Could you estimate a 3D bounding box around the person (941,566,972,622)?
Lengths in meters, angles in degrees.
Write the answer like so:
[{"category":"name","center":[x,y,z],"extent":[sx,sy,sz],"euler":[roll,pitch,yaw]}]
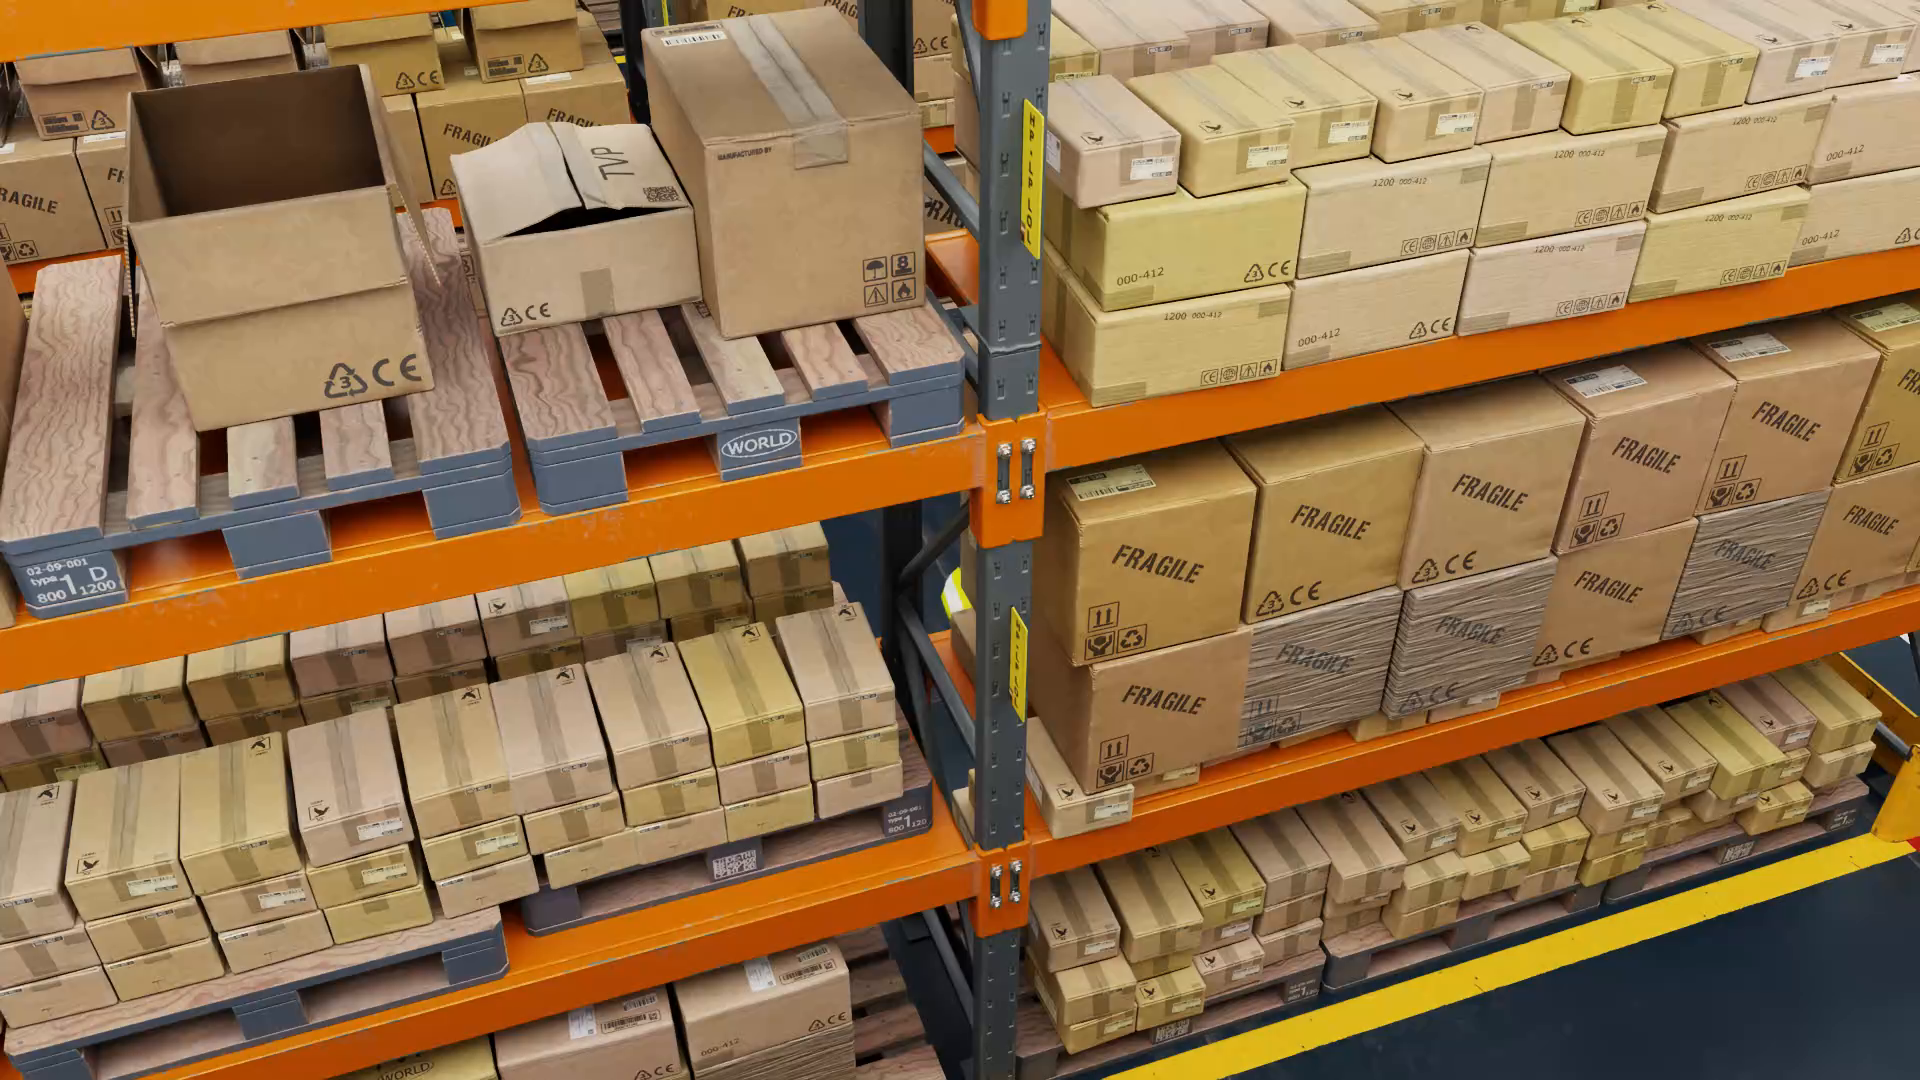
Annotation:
[{"category":"person","center":[0.389,0.284,7.252],"extent":[0.939,0.874,0.531],"euler":[-9,38,-11]}]
